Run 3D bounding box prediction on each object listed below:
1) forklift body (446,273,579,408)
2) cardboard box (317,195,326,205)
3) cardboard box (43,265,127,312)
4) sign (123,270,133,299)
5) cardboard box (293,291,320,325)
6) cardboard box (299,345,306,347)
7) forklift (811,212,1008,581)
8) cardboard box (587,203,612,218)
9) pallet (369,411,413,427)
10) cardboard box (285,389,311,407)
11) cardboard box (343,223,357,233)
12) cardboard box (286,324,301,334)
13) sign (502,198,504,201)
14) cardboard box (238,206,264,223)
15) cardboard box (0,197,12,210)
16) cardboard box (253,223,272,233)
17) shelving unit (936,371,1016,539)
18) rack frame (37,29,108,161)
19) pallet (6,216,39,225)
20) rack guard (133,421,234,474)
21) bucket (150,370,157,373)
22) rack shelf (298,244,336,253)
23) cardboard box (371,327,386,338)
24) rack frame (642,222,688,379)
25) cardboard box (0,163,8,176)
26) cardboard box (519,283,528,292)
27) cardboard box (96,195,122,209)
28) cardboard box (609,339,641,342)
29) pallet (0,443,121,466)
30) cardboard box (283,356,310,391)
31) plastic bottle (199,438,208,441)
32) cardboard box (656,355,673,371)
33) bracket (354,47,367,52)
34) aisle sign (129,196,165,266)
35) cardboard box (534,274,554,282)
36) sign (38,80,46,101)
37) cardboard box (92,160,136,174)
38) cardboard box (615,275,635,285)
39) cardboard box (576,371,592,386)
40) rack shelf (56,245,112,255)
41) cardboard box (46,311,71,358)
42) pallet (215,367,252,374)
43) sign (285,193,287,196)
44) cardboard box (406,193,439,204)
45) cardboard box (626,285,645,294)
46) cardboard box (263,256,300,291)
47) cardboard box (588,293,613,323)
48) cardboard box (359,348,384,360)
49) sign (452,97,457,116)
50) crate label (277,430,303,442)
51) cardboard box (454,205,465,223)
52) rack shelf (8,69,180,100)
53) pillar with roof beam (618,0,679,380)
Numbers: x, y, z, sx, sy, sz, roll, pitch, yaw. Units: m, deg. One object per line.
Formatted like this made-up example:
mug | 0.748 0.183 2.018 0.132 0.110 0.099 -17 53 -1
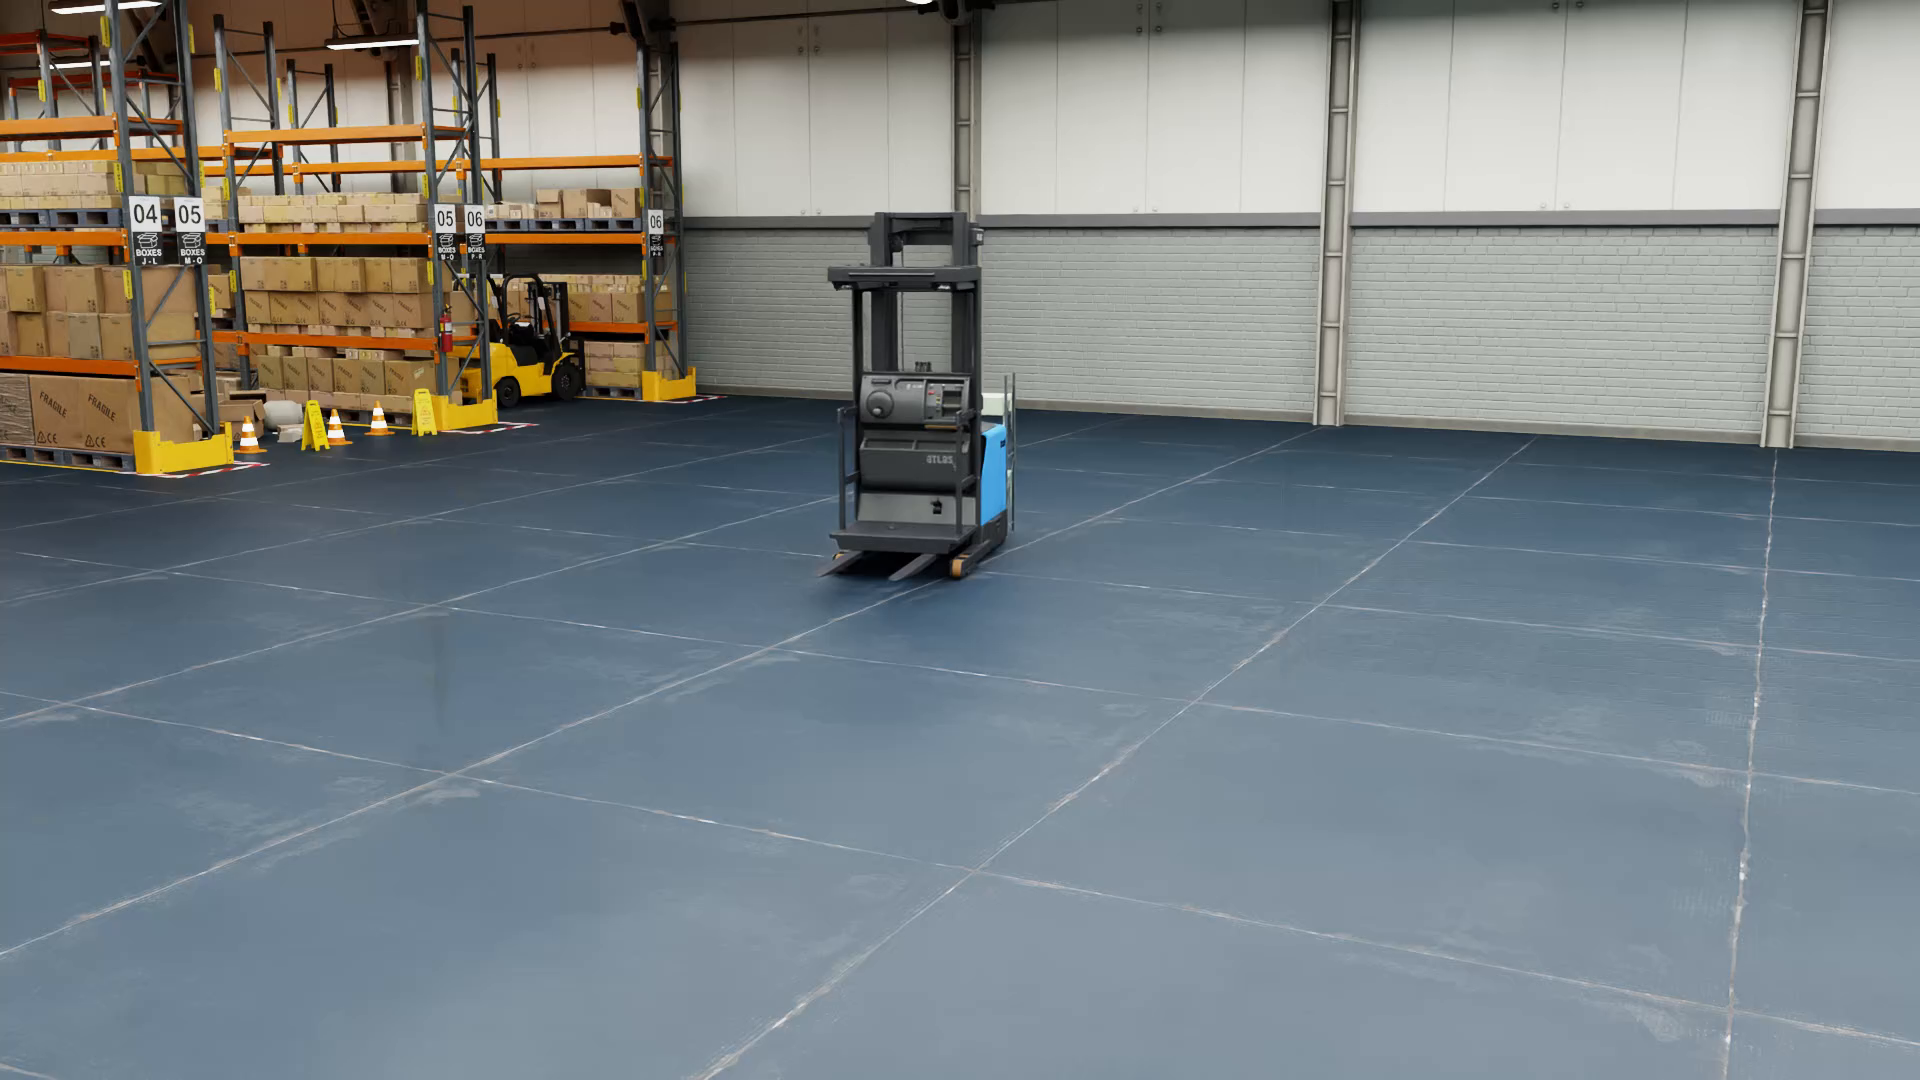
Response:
forklift body | -7.564 -3.381 27.874 1.214 2.155 2.313 5 11 26
cardboard box | -9.267 -5.022 24.597 0.250 0.149 0.380 5 12 27
cardboard box | -10.640 -3.084 20.397 0.550 0.550 0.875 5 11 26
sign | -9.601 -2.950 19.192 0.005 0.325 0.100 5 11 26
cardboard box | -9.660 -3.502 25.041 0.500 0.500 0.500 5 11 25
cardboard box | -12.705 -3.547 32.245 0.500 0.500 0.500 5 12 27
forklift | -0.423 -1.200 13.632 1.130 2.935 3.031 3 11 14
cardboard box | -6.161 -5.643 28.484 0.258 0.266 0.396 5 11 26
pallet | -8.030 -1.851 24.867 1.213 0.211 1.003 5 11 26
cardboard box | -9.943 -2.187 25.432 0.500 0.250 0.500 6 12 29
cardboard box | -8.829 -4.589 24.447 0.250 0.149 0.380 5 11 24
cardboard box | -9.988 -3.211 25.253 0.250 0.149 0.380 5 12 28
sign | -8.399 -6.114 30.494 0.005 0.325 0.100 5 11 26
cardboard box | -10.563 -4.933 25.229 0.500 0.250 0.500 5 11 25
cardboard box | -11.396 -4.070 20.118 0.250 0.149 0.380 5 11 27
cardboard box | -10.456 -4.722 25.180 0.250 0.149 0.380 5 11 26
shelving unit | 0.102 -0.795 15.410 0.755 1.500 0.431 2 11 13
rack frame | -14.423 -6.730 27.150 0.127 3.000 1.000 5 11 26
pallet | -12.207 -4.031 20.906 1.213 0.211 1.003 5 11 26
rack guard | -9.327 -1.117 20.001 0.348 0.500 1.175 5 11 26
bucket | -11.794 -2.159 23.662 0.726 0.611 0.620 -10 4 -43
rack shelf | -14.024 -5.851 32.733 4.000 0.370 1.077 5 11 26
cardboard box | -8.420 -3.061 24.426 0.250 0.149 0.380 5 12 27
rack frame | -5.056 -3.941 28.583 0.127 3.000 1.000 5 11 26
cardboard box | -11.395 -4.462 20.047 0.250 0.149 0.380 5 11 26
cardboard box | -7.572 -4.469 29.398 0.250 0.149 0.380 5 11 25
cardboard box | -9.797 -3.930 19.343 0.250 0.149 0.380 5 11 26
cardboard box | -5.853 -3.393 29.292 0.500 0.250 0.500 5 11 26
pallet | -11.190 -1.124 20.848 1.213 0.211 1.003 5 11 26
cardboard box | -9.941 -2.556 25.365 0.500 0.500 0.500 6 12 28
plastic bottle | -10.170 -1.345 22.492 0.283 0.061 0.133 1 10 6
cardboard box | -5.386 -3.111 29.134 0.500 0.250 0.500 5 12 27
bracket | -11.192 -9.312 31.306 0.430 0.232 0.235 5 11 26
aisle sign | -9.418 -3.575 19.262 0.004 0.787 0.394 5 11 26
cardboard box | -7.298 -4.610 29.339 0.250 0.149 0.380 5 11 26
sign | -14.666 -7.179 26.561 0.005 0.325 0.100 5 11 26
cardboard box | -9.801 -4.322 19.274 0.250 0.149 0.380 5 11 26
cardboard box | -5.705 -4.465 28.539 0.250 0.149 0.380 5 11 26
cardboard box | -6.504 -2.863 29.166 0.500 0.250 0.500 5 11 26
rack shelf | -16.217 -5.058 28.352 4.000 0.370 1.077 5 11 26
cardboard box | -10.651 -2.549 20.472 0.550 0.550 0.875 5 11 26
pallet | -15.071 -3.456 33.735 1.213 0.211 1.003 5 11 26
sign | -10.603 -5.281 26.111 0.005 0.325 0.100 5 11 26
cardboard box | -7.683 -4.872 23.772 0.250 0.149 0.380 5 11 26
cardboard box | -5.491 -4.292 28.420 0.250 0.149 0.380 5 11 27
cardboard box | -10.089 -4.038 25.193 0.500 0.500 0.700 5 11 26
cardboard box | -6.075 -4.029 28.790 0.500 0.500 0.500 5 12 28
cardboard box | -8.666 -2.750 24.615 0.250 0.149 0.380 5 12 27
sign | -8.873 -7.619 29.216 0.005 0.325 0.100 5 11 26
crate label | -9.124 -1.415 22.665 0.298 0.136 0.250 -1 10 -4
cardboard box | -7.582 -4.779 24.375 0.500 0.250 0.500 5 11 25
rack shelf | -17.611 -9.278 33.912 4.000 0.370 1.077 5 11 26
pillar with roof beam | -7.186 -6.404 25.348 0.548 9.000 9.100 5 11 26
